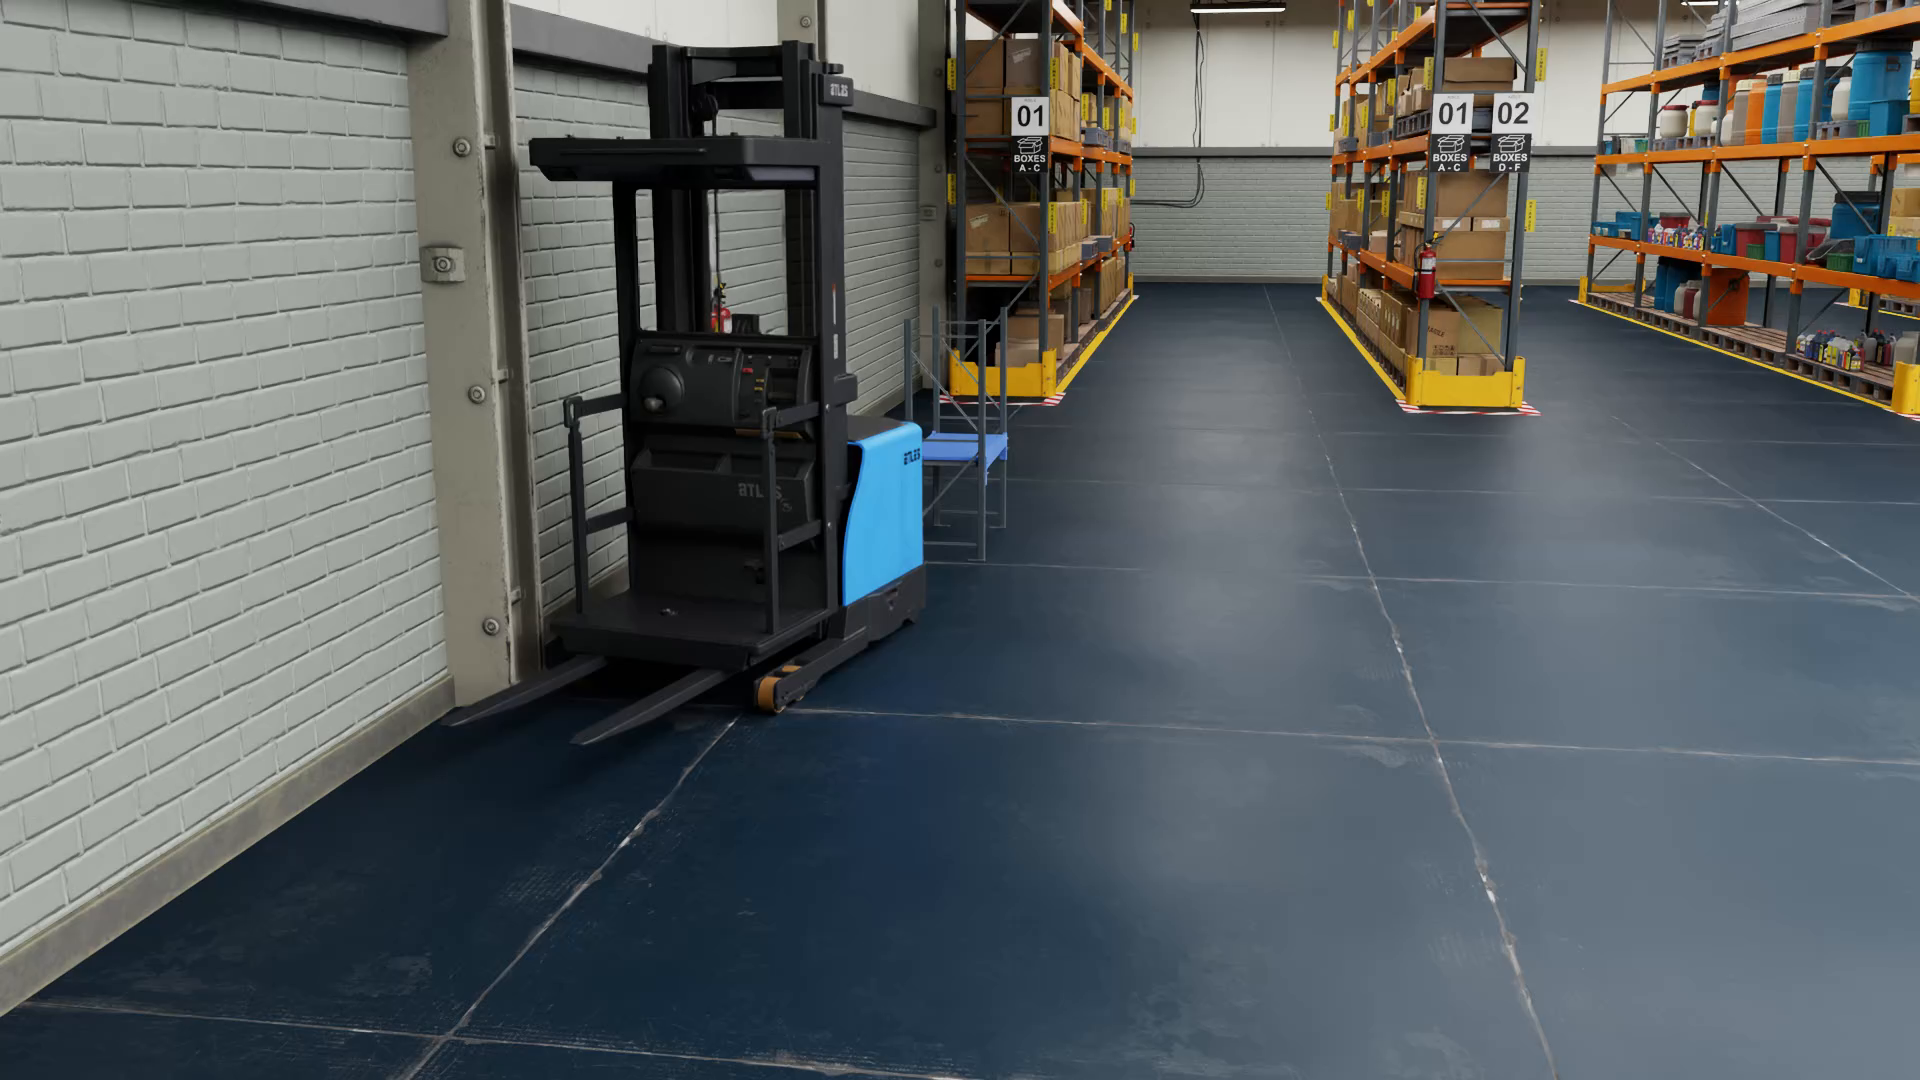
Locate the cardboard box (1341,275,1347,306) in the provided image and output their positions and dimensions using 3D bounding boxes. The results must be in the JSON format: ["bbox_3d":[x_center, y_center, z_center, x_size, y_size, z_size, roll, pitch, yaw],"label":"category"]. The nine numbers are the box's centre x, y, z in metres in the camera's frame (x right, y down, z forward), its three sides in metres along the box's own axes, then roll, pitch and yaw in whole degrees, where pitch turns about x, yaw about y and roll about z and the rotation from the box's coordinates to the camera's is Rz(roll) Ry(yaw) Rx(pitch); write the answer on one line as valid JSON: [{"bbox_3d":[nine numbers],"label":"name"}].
[{"bbox_3d":[6.888,-4.315,28.785,0.500,0.500,0.500,1,12,6],"label":"cardboard box"}]

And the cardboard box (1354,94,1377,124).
[{"bbox_3d":[7.240,-7.521,29.042,0.700,0.500,0.500,2,12,9],"label":"cardboard box"}]

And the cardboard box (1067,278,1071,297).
[{"bbox_3d":[1.315,-3.623,23.793,0.500,0.250,0.500,2,12,7],"label":"cardboard box"}]

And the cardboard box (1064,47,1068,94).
[{"bbox_3d":[0.957,-5.372,19.024,0.500,0.500,0.500,2,12,10],"label":"cardboard box"}]

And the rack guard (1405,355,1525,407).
[{"bbox_3d":[5.354,-1.690,17.648,1.175,0.500,0.348,2,12,9],"label":"rack guard"}]

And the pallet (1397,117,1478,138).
[{"bbox_3d":[5.867,-4.994,20.137,1.003,0.211,1.213,2,12,9],"label":"pallet"}]

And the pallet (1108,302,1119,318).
[{"bbox_3d":[2.264,-4.048,29.277,1.003,0.211,1.213,2,12,9],"label":"pallet"}]

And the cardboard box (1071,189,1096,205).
[{"bbox_3d":[2.022,-5.405,26.181,0.500,0.250,0.500,2,12,10],"label":"cardboard box"}]

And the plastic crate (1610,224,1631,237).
[{"bbox_3d":[12.101,-5.656,30.375,0.416,0.233,0.300,2,12,9],"label":"plastic crate"}]

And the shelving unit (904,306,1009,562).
[{"bbox_3d":[-0.013,-0.715,10.753,0.538,1.500,1.048,2,12,9],"label":"shelving unit"}]

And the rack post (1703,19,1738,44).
[{"bbox_3d":[11.553,-7.469,24.469,0.954,0.300,0.937,2,12,9],"label":"rack post"}]

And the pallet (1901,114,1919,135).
[{"bbox_3d":[10.476,-4.299,17.147,1.003,0.211,1.213,2,12,9],"label":"pallet"}]

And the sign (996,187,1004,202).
[{"bbox_3d":[0.529,-4.492,21.970,0.100,0.325,0.005,2,12,9],"label":"sign"}]

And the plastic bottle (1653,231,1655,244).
[{"bbox_3d":[11.584,-5.055,27.637,0.097,0.271,0.097,0,12,0],"label":"plastic bottle"}]

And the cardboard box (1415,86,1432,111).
[{"bbox_3d":[5.274,-4.832,18.200,0.500,0.250,0.500,2,12,9],"label":"cardboard box"}]

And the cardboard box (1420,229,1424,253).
[{"bbox_3d":[5.600,-3.275,18.833,0.700,0.500,0.500,2,12,9],"label":"cardboard box"}]

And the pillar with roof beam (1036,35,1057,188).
[{"bbox_3d":[5.815,-8.541,29.267,9.100,9.000,0.400,2,12,9],"label":"pillar with roof beam"}]

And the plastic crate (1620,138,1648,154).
[{"bbox_3d":[12.067,-7.043,29.716,0.437,0.282,0.530,2,12,9],"label":"plastic crate"}]

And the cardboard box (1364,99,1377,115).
[{"bbox_3d":[6.851,-6.804,26.853,0.600,0.600,0.600,1,12,6],"label":"cardboard box"}]

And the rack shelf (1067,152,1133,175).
[{"bbox_3d":[2.616,-7.105,31.431,1.077,0.370,4.000,2,12,9],"label":"rack shelf"}]

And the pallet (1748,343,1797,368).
[{"bbox_3d":[10.949,-2.390,21.581,1.003,0.211,1.213,2,12,9],"label":"pallet"}]

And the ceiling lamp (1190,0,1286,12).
[{"bbox_3d":[5.832,-12.670,34.569,2.000,3.185,0.800,2,12,9],"label":"ceiling lamp"}]

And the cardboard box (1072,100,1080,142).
[{"bbox_3d":[1.244,-5.320,21.156,0.500,0.500,0.500,2,12,10],"label":"cardboard box"}]

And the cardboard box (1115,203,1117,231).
[{"bbox_3d":[2.486,-5.674,29.212,0.500,0.500,0.500,2,12,8],"label":"cardboard box"}]

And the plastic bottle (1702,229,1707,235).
[{"bbox_3d":[12.096,-4.917,26.995,0.097,0.271,0.097,0,12,0],"label":"plastic bottle"}]

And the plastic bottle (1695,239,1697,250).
[{"bbox_3d":[11.194,-4.493,25.194,0.097,0.201,0.097,0,12,0],"label":"plastic bottle"}]

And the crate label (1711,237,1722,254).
[{"bbox_3d":[11.047,-4.263,24.054,0.303,0.233,0.416,2,12,9],"label":"crate label"}]

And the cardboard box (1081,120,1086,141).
[{"bbox_3d":[1.402,-6.002,24.309,0.797,0.503,0.637,4,13,17],"label":"cardboard box"}]

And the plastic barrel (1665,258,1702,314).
[{"bbox_3d":[11.888,-4.173,27.220,0.600,0.901,0.708,2,12,9],"label":"plastic barrel"}]

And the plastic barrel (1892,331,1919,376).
[{"bbox_3d":[10.354,-1.988,18.008,0.421,0.512,0.421,0,12,0],"label":"plastic barrel"}]

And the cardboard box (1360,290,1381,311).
[{"bbox_3d":[6.145,-3.508,24.351,0.500,0.311,0.500,2,12,7],"label":"cardboard box"}]

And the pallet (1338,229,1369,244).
[{"bbox_3d":[6.973,-5.158,28.263,1.003,0.211,1.213,2,12,9],"label":"pallet"}]

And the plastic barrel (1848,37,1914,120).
[{"bbox_3d":[10.608,-5.301,19.165,0.600,0.901,0.708,2,12,9],"label":"plastic barrel"}]

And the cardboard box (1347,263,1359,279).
[{"bbox_3d":[6.734,-4.473,27.740,0.500,0.250,0.500,2,12,9],"label":"cardboard box"}]

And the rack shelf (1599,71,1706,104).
[{"bbox_3d":[12.405,-8.055,29.668,1.077,0.370,4.000,2,12,9],"label":"rack shelf"}]

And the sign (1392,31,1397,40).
[{"bbox_3d":[8.364,-9.692,32.012,0.100,0.325,0.005,2,12,9],"label":"sign"}]

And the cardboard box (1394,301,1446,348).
[{"bbox_3d":[5.286,-2.474,19.105,0.500,0.500,0.500,2,12,9],"label":"cardboard box"}]

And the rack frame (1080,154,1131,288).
[{"bbox_3d":[2.923,-6.407,33.604,1.000,3.000,0.127,2,12,9],"label":"rack frame"}]

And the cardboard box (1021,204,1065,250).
[{"bbox_3d":[0.919,-3.572,18.975,0.500,0.500,0.500,2,12,9],"label":"cardboard box"}]

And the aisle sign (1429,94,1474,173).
[{"bbox_3d":[5.058,-4.183,17.114,0.394,0.787,0.004,2,12,9],"label":"aisle sign"}]

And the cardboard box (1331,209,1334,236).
[{"bbox_3d":[7.416,-6.105,31.964,0.500,0.500,0.500,2,12,8],"label":"cardboard box"}]

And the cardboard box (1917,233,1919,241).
[{"bbox_3d":[16.872,-5.259,28.870,0.380,0.149,0.250,2,12,10],"label":"cardboard box"}]

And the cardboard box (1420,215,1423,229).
[{"bbox_3d":[5.387,-3.583,18.723,0.380,0.149,0.250,2,12,10],"label":"cardboard box"}]

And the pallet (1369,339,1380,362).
[{"bbox_3d":[6.048,-2.541,22.283,1.003,0.211,1.213,2,12,9],"label":"pallet"}]

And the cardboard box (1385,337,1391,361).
[{"bbox_3d":[5.438,-2.316,20.150,0.500,0.250,0.500,2,12,9],"label":"cardboard box"}]

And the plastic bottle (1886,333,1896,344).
[{"bbox_3d":[10.973,-2.258,19.593,0.144,0.351,0.185,2,12,8],"label":"plastic bottle"}]

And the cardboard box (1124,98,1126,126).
[{"bbox_3d":[2.768,-7.835,30.450,0.500,0.500,0.500,2,12,7],"label":"cardboard box"}]

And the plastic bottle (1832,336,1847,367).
[{"bbox_3d":[10.210,-2.187,19.266,0.144,0.351,0.185,2,12,11],"label":"plastic bottle"}]

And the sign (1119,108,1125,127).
[{"bbox_3d":[2.846,-7.432,29.264,0.100,0.325,0.005,2,12,9],"label":"sign"}]

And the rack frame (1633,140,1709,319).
[{"bbox_3d":[12.097,-5.253,28.250,1.000,3.000,0.127,2,12,9],"label":"rack frame"}]

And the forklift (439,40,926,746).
[{"bbox_3d":[-1.194,-0.759,7.558,1.130,2.935,3.031,5,13,21],"label":"forklift"}]

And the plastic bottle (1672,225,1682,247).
[{"bbox_3d":[11.413,-4.831,26.406,0.144,0.351,0.185,2,12,9],"label":"plastic bottle"}]

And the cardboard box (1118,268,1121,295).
[{"bbox_3d":[2.686,-4.921,31.646,0.700,0.500,0.500,2,12,10],"label":"cardboard box"}]

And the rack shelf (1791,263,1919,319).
[{"bbox_3d":[10.559,-2.820,18.667,1.077,0.370,4.000,2,12,9],"label":"rack shelf"}]

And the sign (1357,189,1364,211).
[{"bbox_3d":[6.051,-5.125,25.094,0.100,0.325,0.005,2,12,9],"label":"sign"}]
